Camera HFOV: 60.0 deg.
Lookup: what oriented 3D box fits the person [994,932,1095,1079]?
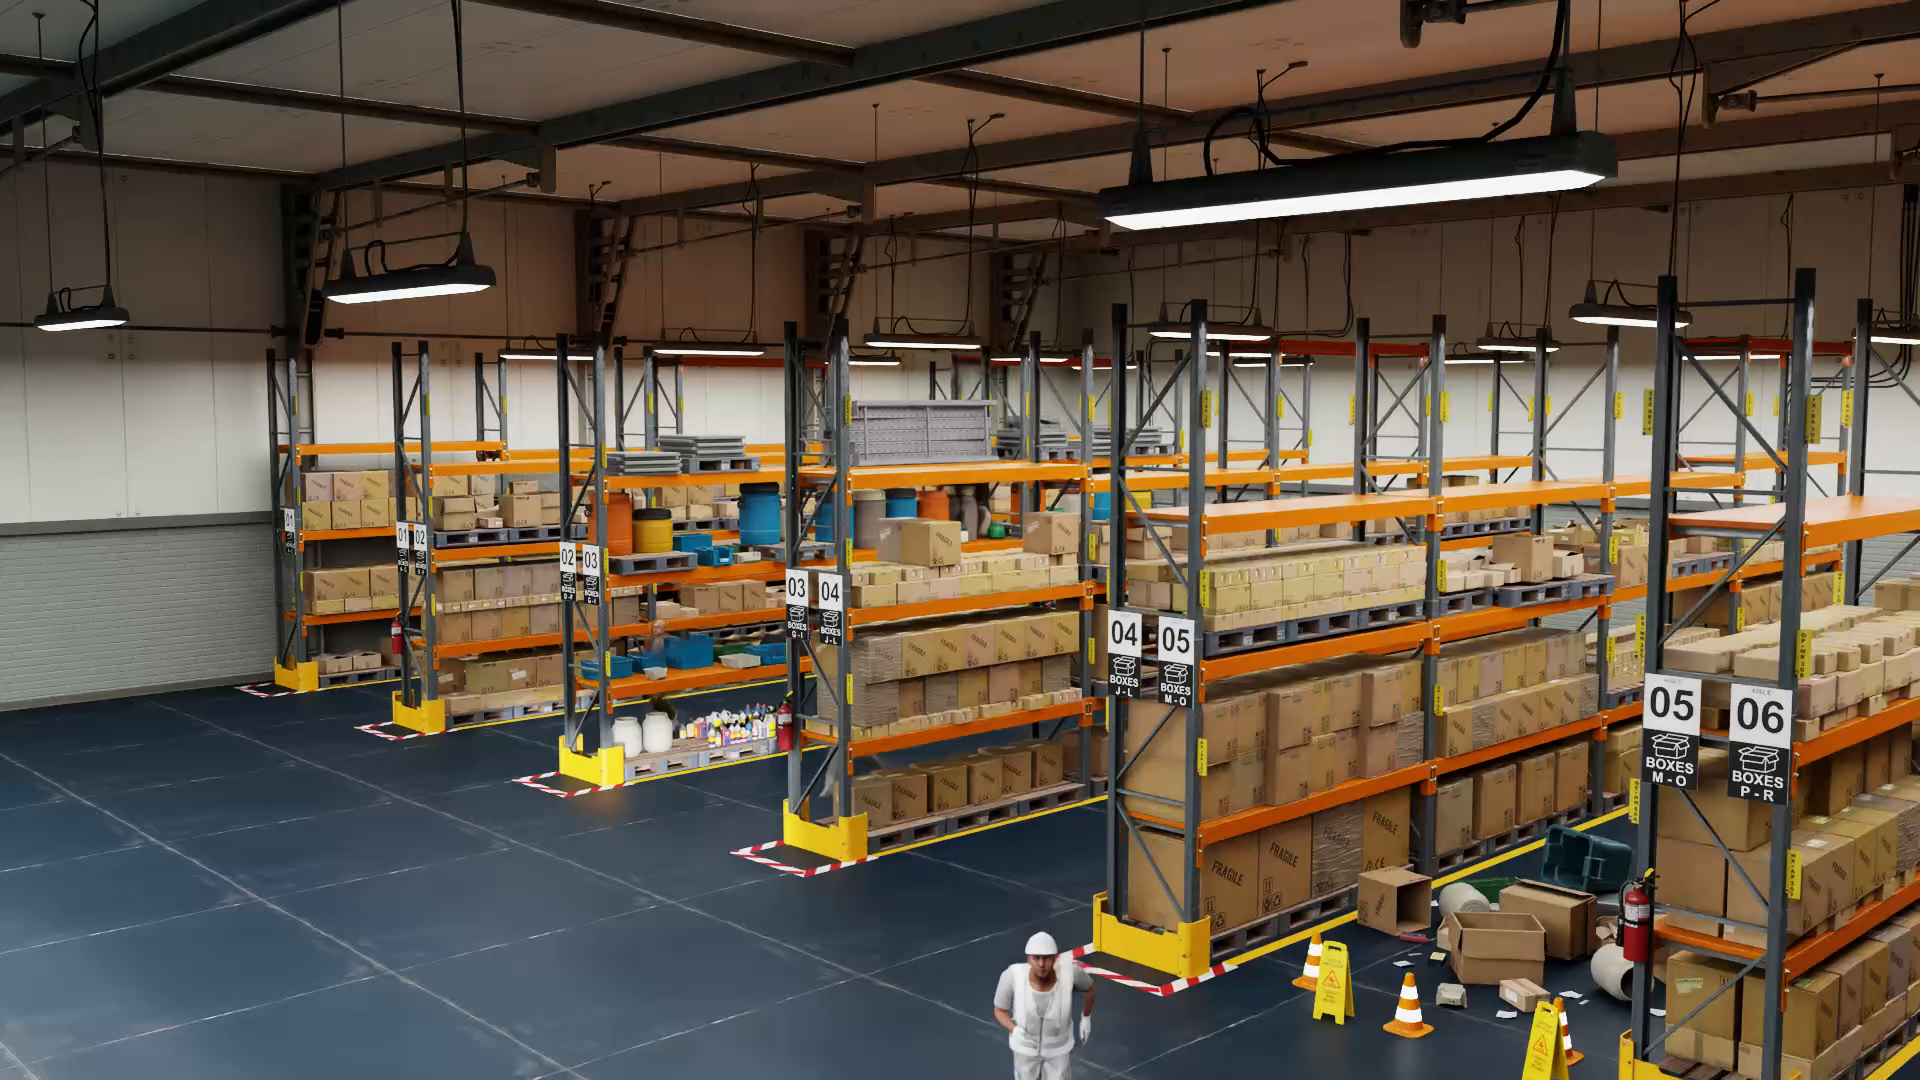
[{"bbox_3d":[0.554,3.378,10.951,0.660,1.715,0.725,1,5,6],"label":"person"}]

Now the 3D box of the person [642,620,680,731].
[{"bbox_3d":[-4.614,2.092,25.426,0.714,1.742,0.635,3,6,33],"label":"person"}]

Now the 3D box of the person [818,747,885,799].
[{"bbox_3d":[-1.382,2.461,21.648,0.543,1.736,1.035,4,7,41],"label":"person"}]
